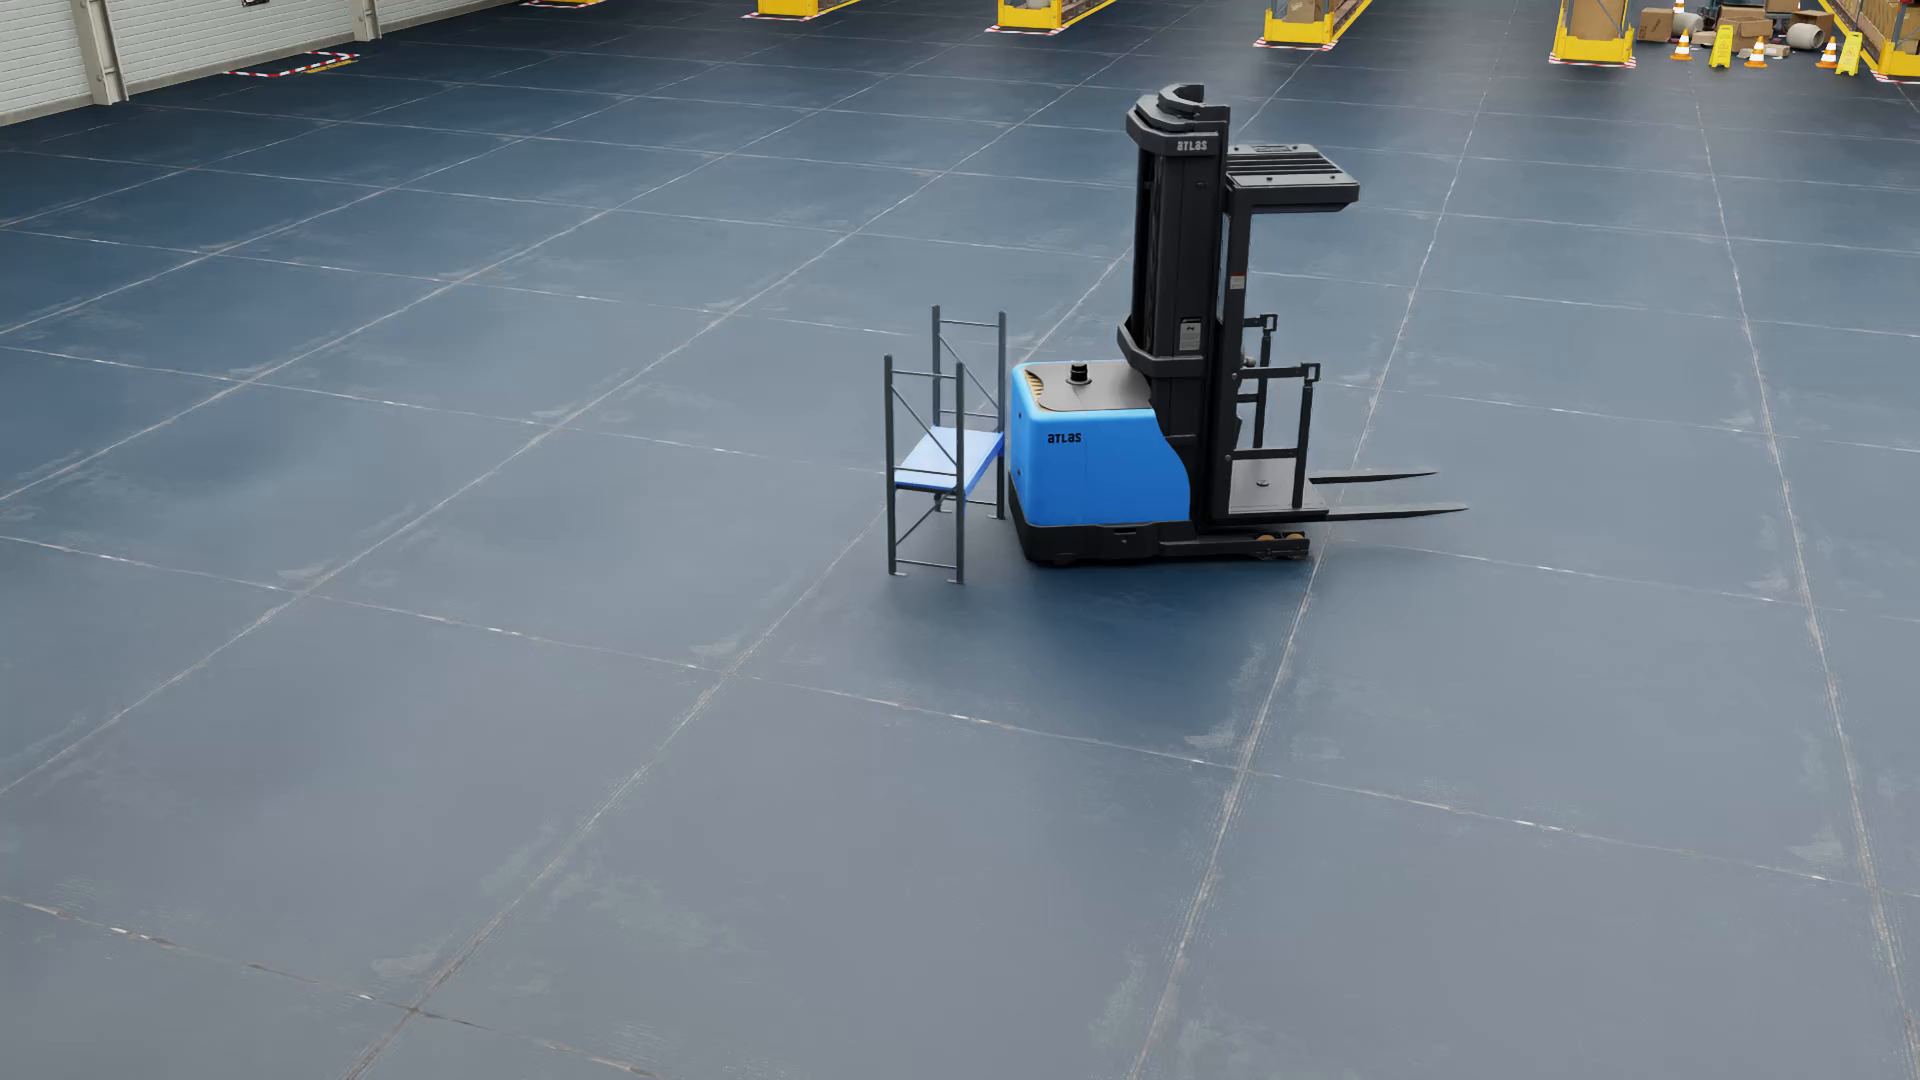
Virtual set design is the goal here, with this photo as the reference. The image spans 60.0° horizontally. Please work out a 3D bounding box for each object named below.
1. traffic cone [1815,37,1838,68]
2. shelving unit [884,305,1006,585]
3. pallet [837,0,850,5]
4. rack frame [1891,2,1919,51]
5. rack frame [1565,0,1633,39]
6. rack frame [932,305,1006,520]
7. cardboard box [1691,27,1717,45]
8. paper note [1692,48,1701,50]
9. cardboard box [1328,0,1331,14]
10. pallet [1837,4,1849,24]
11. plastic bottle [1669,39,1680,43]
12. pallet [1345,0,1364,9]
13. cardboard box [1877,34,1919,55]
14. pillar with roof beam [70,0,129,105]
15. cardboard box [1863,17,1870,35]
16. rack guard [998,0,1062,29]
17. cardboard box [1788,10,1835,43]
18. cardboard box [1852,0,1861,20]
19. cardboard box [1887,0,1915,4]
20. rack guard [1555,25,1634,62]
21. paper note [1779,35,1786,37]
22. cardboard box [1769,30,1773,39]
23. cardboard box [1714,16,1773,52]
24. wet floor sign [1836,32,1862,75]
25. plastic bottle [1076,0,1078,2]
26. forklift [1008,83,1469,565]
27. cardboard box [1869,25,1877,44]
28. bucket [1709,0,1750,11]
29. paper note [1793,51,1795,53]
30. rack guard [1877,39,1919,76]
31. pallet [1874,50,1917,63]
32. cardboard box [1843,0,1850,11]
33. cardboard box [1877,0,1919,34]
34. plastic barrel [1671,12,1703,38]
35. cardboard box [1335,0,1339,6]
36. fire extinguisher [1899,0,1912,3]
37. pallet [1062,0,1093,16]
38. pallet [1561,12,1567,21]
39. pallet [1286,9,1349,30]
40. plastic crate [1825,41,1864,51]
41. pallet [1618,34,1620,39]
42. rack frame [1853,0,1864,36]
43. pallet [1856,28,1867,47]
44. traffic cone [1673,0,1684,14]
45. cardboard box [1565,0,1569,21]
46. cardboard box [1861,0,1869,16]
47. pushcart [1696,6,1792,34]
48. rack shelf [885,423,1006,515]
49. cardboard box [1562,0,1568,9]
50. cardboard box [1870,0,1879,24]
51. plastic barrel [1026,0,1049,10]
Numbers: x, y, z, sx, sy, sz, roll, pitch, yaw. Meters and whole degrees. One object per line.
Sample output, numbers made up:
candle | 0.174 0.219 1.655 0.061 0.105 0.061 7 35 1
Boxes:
traffic cone | 14.260 -8.001 27.245 0.336 0.463 0.334 9 27 17
shelving unit | -0.080 -0.638 10.848 0.538 1.500 1.048 7 27 14
pallet | -2.729 -11.220 34.180 1.003 0.211 1.213 9 27 17
rack frame | 15.334 -8.780 25.941 1.000 3.000 0.127 9 27 17
rack frame | 10.632 -9.456 27.338 1.000 3.000 0.127 9 27 17
rack frame | 0.059 -0.852 11.288 0.500 1.500 0.032 7 27 14
cardboard box | 13.128 -8.896 29.318 0.396 0.266 0.258 14 29 26
paper note | 12.741 -8.500 28.772 0.144 0.017 0.142 20 32 35
cardboard box | 6.605 -10.040 30.931 0.500 0.500 0.500 11 28 22
pallet | 17.327 -9.991 31.644 1.003 0.211 1.213 9 27 17
plastic bottle | 12.706 -8.831 29.419 0.283 0.061 0.133 0 26 -1
pallet | 7.577 -10.926 33.573 1.003 0.211 1.213 9 27 17
cardboard box | 15.357 -8.112 27.236 0.500 0.250 0.500 9 27 17
pillar with roof beam | -8.541 -9.929 21.431 9.100 9.000 0.400 9 27 17
cardboard box | 16.047 -8.950 28.967 0.500 0.250 0.500 10 28 20
rack guard | 1.299 -9.848 31.016 1.175 0.500 0.348 9 27 17
cardboard box | 15.025 -9.056 29.378 0.500 0.500 0.500 -14 29 -27
cardboard box | 16.837 -9.645 30.263 0.950 0.372 0.625 9 27 18
cardboard box | 15.413 -8.888 27.233 0.380 0.149 0.250 10 27 19
rack guard | 10.624 -8.321 27.862 1.175 0.500 0.348 9 27 17
paper note | 14.880 -9.117 30.044 0.148 0.019 0.142 9 27 17
cardboard box | 14.370 -9.169 29.883 0.258 0.266 0.396 -9 27 -18
cardboard box | 13.531 -8.745 28.734 0.797 0.503 0.637 -9 27 -18
wet floor sign | 14.261 -7.797 26.613 0.267 0.644 0.232 20 32 35
plastic bottle | 2.249 -10.616 32.440 0.097 0.201 0.097 0 26 0
forklift | 1.886 -1.411 10.800 3.031 2.935 1.130 -3 26 -5
cardboard box | 15.698 -8.530 28.098 0.500 0.250 0.500 8 27 16
bucket | 14.092 -9.920 30.309 0.726 0.611 0.620 20 22 35
paper note | 14.315 -8.376 28.538 0.032 0.001 0.123 9 27 17
rack guard | 15.359 -7.686 26.550 1.175 0.500 0.348 9 27 17
pallet | 15.663 -7.884 27.292 1.003 0.211 1.213 9 27 17
cardboard box | 17.303 -10.227 31.465 0.950 0.372 0.625 10 27 19
cardboard box | 15.525 -8.650 27.487 0.500 0.500 0.500 10 28 19
plastic barrel | 13.032 -9.251 29.872 0.421 0.421 0.512 -14 29 -27
cardboard box | 6.965 -10.529 31.941 0.500 0.500 0.500 19 32 34
fire extinguisher | 14.861 -8.764 25.999 0.296 0.674 0.183 9 27 17
pallet | 1.982 -10.551 32.799 1.003 0.211 1.213 9 27 17
pallet | 11.636 -9.543 30.718 1.003 0.211 1.213 9 27 17
pallet | 6.725 -9.821 31.292 1.003 0.211 1.213 9 27 17
plastic crate | 15.369 -8.583 28.885 0.402 0.080 0.583 0 26 -1
pallet | 10.824 -8.541 28.647 1.003 0.211 1.213 9 27 17
rack frame | 16.665 -10.423 29.336 1.000 3.000 0.127 9 27 17
pallet | 16.475 -8.887 29.363 1.003 0.211 1.213 9 27 17
traffic cone | 13.833 -10.290 31.971 0.336 0.463 0.334 9 27 17
cardboard box | 11.086 -9.339 29.052 0.875 0.875 0.875 8 27 17
cardboard box | 16.214 -9.509 29.260 0.500 0.500 0.500 10 28 20
pushcart | 14.498 -9.553 30.548 1.648 0.377 0.936 0 26 -1
rack shelf | -0.080 -0.477 10.926 0.538 0.185 1.000 7 27 14
cardboard box | 12.085 -10.544 31.685 1.050 0.750 0.750 9 27 17
cardboard box | 15.873 -9.074 28.363 0.500 0.500 0.500 10 28 20
plastic barrel | 1.465 -10.286 31.425 0.421 0.512 0.421 0 26 0
